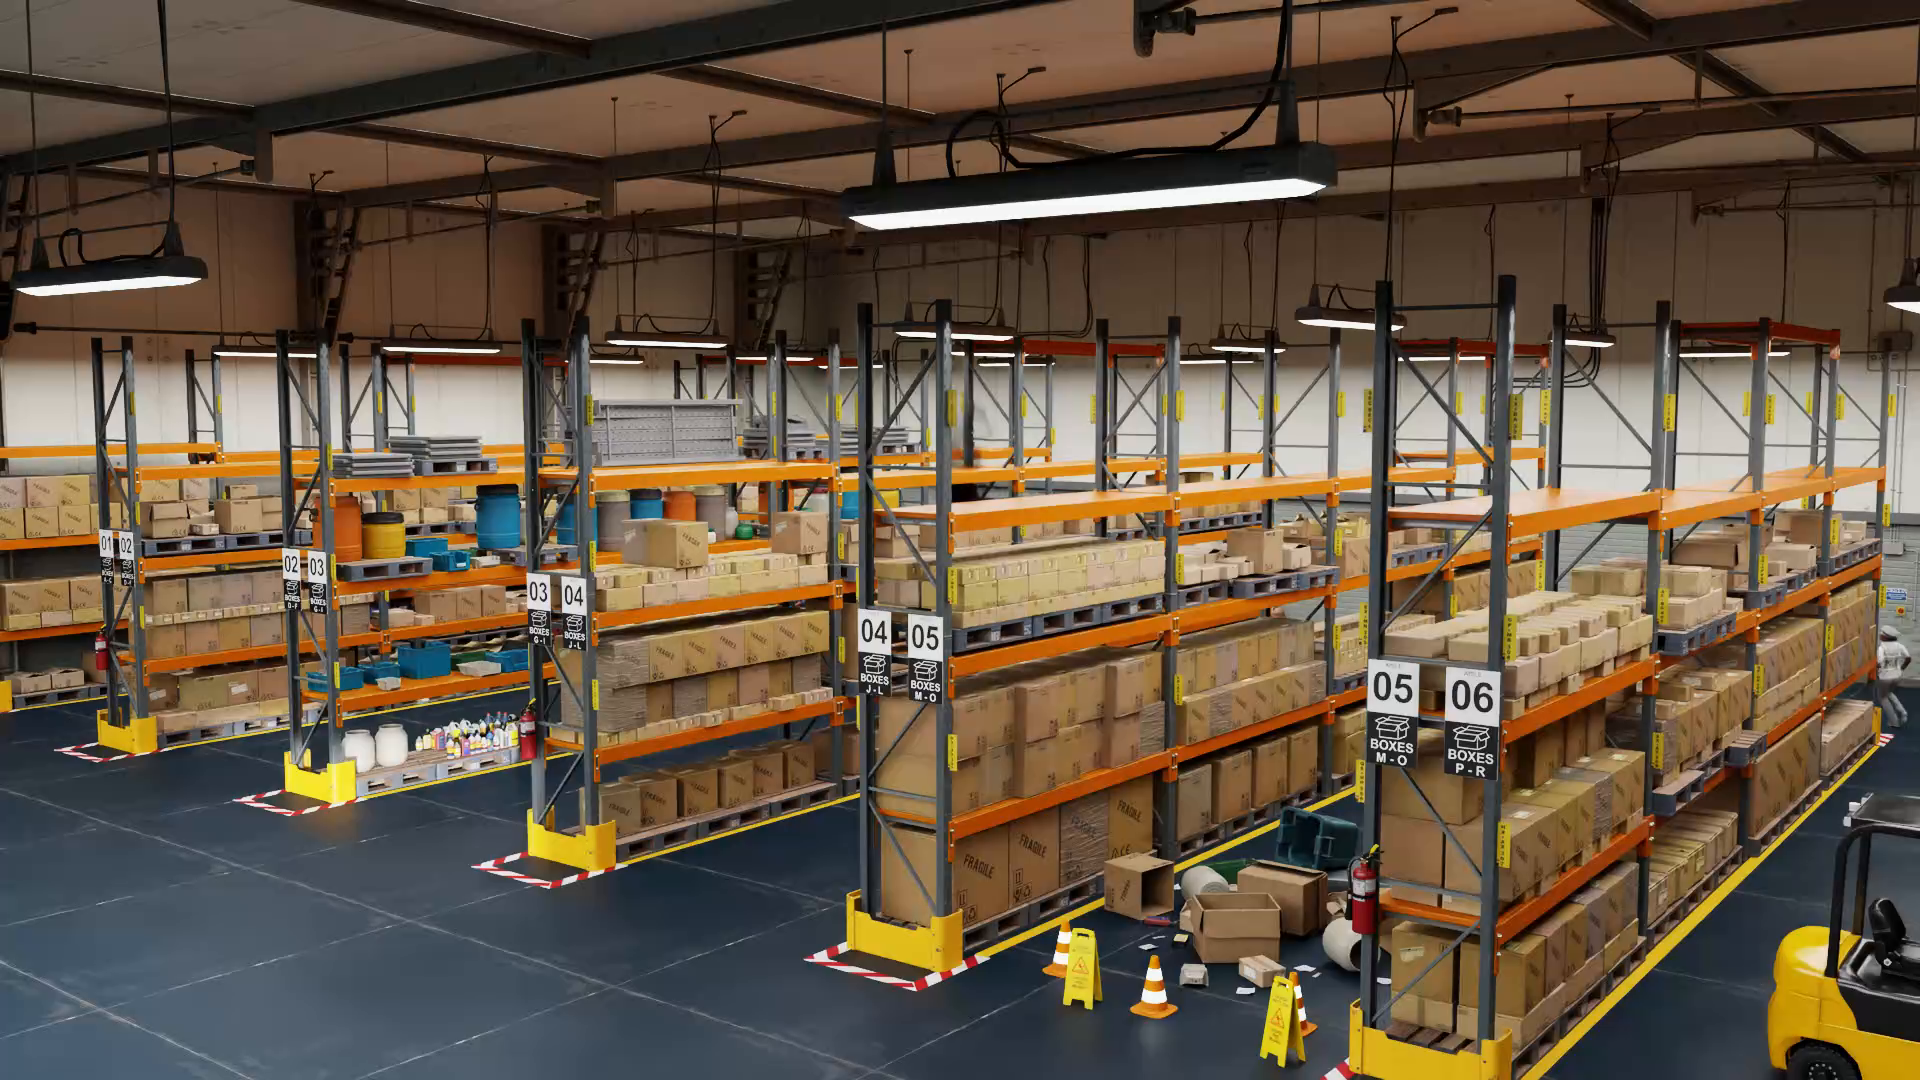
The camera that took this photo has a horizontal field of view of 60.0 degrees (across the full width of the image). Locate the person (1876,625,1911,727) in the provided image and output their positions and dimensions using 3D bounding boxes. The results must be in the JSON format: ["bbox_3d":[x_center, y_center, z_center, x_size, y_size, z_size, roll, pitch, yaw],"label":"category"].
[{"bbox_3d":[14.404,2.106,25.861,0.679,1.611,0.520,-1,5,-8],"label":"person"}]

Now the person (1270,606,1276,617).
[{"bbox_3d":[5.214,1.895,27.883,0.537,1.713,0.843,3,6,33],"label":"person"}]

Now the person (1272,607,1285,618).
[{"bbox_3d":[4.713,1.893,24.661,0.694,1.812,0.864,4,6,38],"label":"person"}]

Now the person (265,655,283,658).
[{"bbox_3d":[-11.666,1.907,28.251,0.559,1.606,0.586,3,6,31],"label":"person"}]
